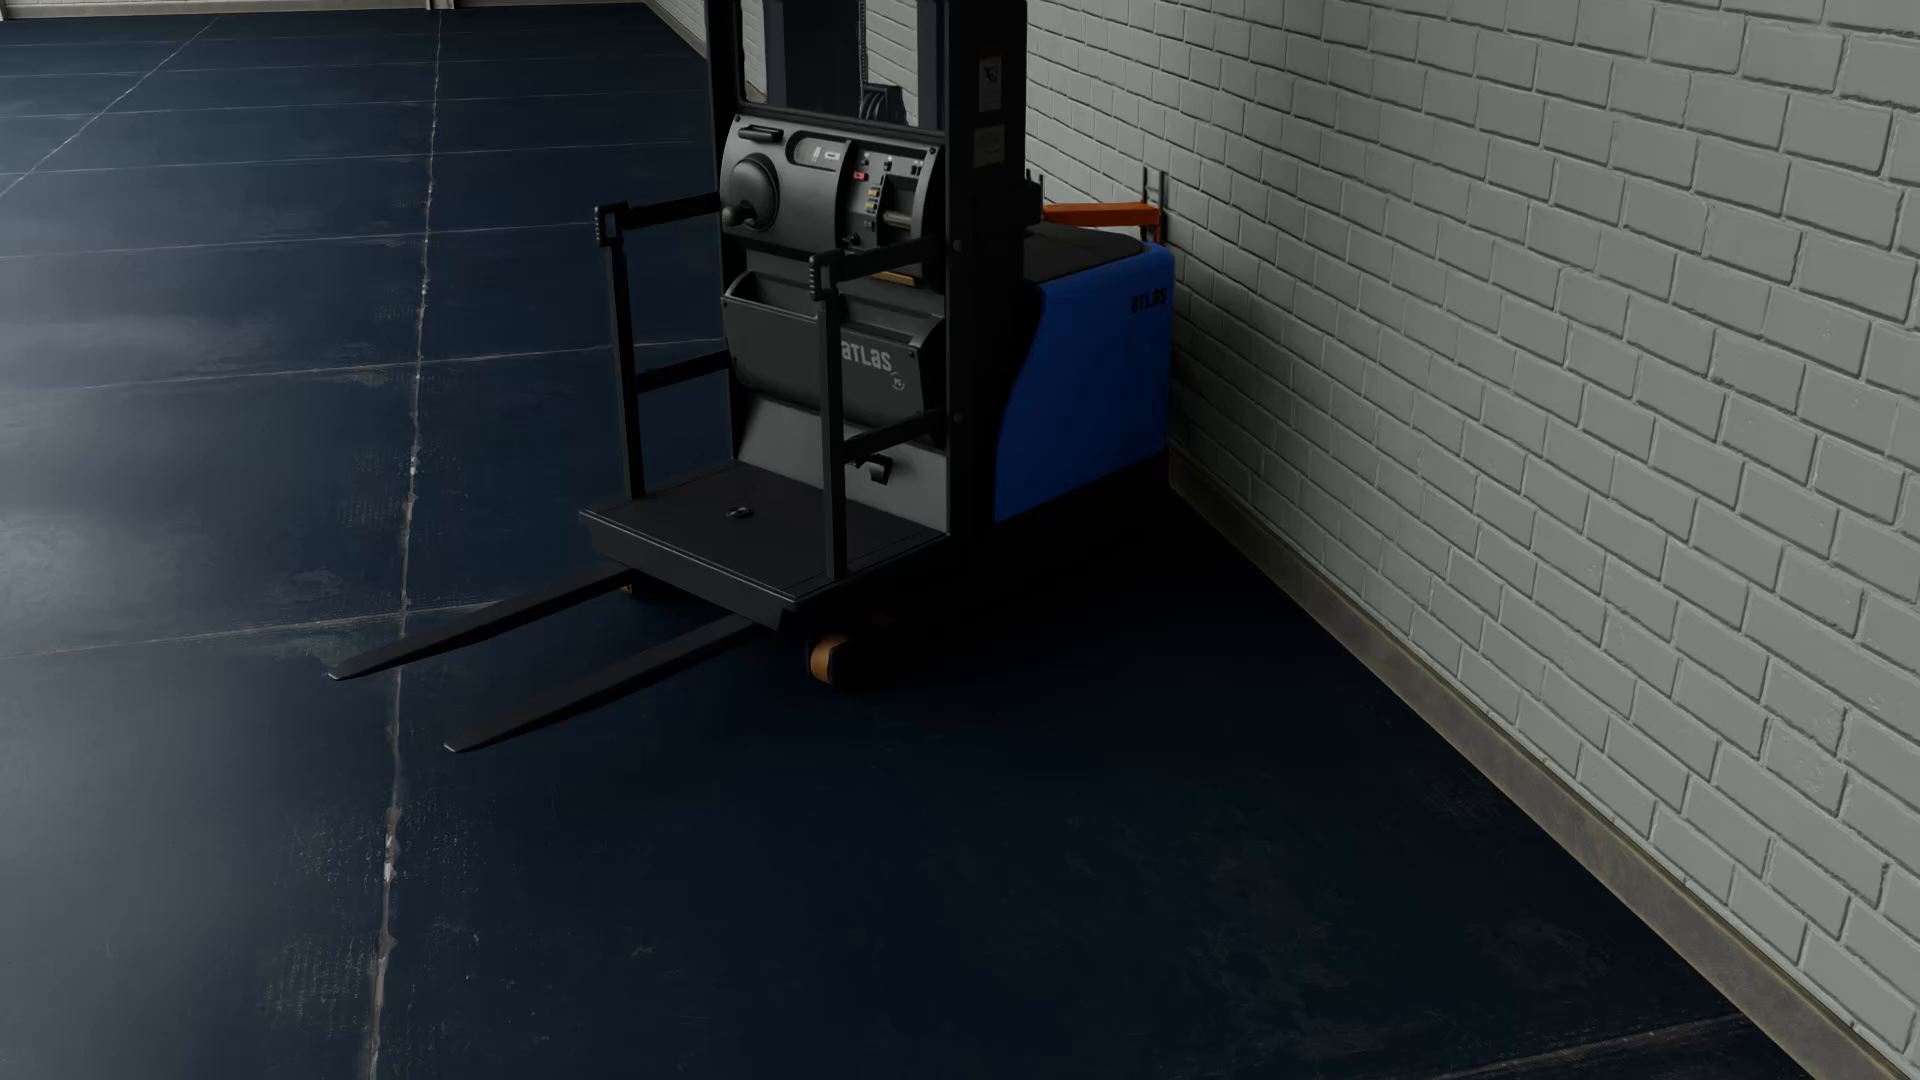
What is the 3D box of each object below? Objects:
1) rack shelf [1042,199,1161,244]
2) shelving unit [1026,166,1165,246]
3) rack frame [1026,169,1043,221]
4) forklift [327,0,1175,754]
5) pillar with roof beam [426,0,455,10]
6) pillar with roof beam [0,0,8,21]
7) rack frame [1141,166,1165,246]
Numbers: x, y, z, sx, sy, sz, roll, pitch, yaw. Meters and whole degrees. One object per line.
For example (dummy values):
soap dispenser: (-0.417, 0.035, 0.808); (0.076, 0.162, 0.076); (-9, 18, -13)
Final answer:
rack shelf: (0.532, -1.264, 6.633); (0.480, 0.148, 0.258); (-4, 18, -10)
shelving unit: (0.535, -0.890, 6.753); (0.503, 1.200, 0.258); (-4, 18, -10)
rack frame: (0.295, -0.874, 6.709); (0.015, 1.200, 0.240); (-4, 18, -10)
forklift: (-0.566, -1.114, 5.130); (1.130, 2.935, 3.031); (20, 30, 38)
pillar with roof beam: (-6.496, -10.346, 18.949); (0.400, 9.000, 9.100); (-6, 24, -14)
pillar with roof beam: (-12.273, -9.707, 17.460); (0.400, 9.000, 9.100); (-6, 24, -14)
rack frame: (0.774, -0.906, 6.797); (0.015, 1.200, 0.240); (-4, 18, -10)
